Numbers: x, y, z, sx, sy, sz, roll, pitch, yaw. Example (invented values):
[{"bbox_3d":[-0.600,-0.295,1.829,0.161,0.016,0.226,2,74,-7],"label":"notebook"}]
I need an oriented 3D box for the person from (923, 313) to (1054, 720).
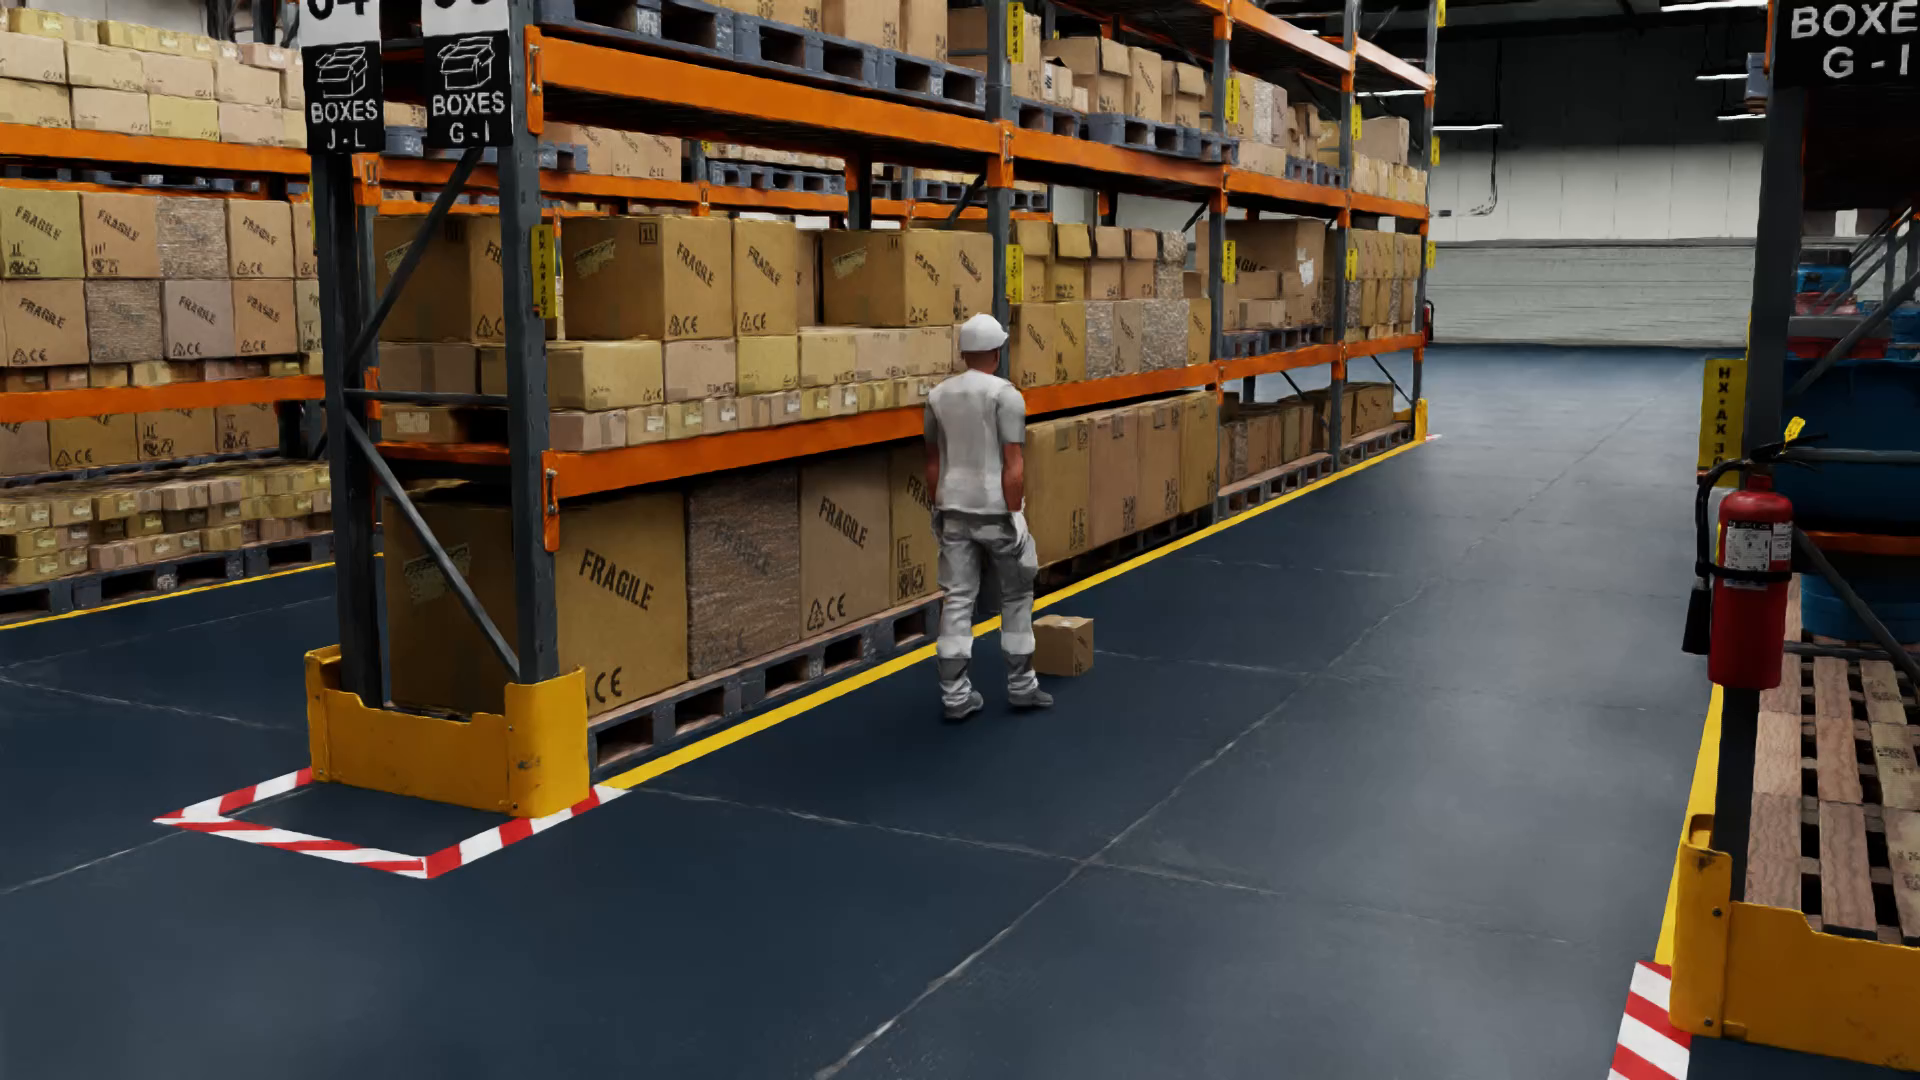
[{"bbox_3d":[0.115,-0.109,7.468,0.544,1.805,0.586,5,10,27],"label":"person"}]
